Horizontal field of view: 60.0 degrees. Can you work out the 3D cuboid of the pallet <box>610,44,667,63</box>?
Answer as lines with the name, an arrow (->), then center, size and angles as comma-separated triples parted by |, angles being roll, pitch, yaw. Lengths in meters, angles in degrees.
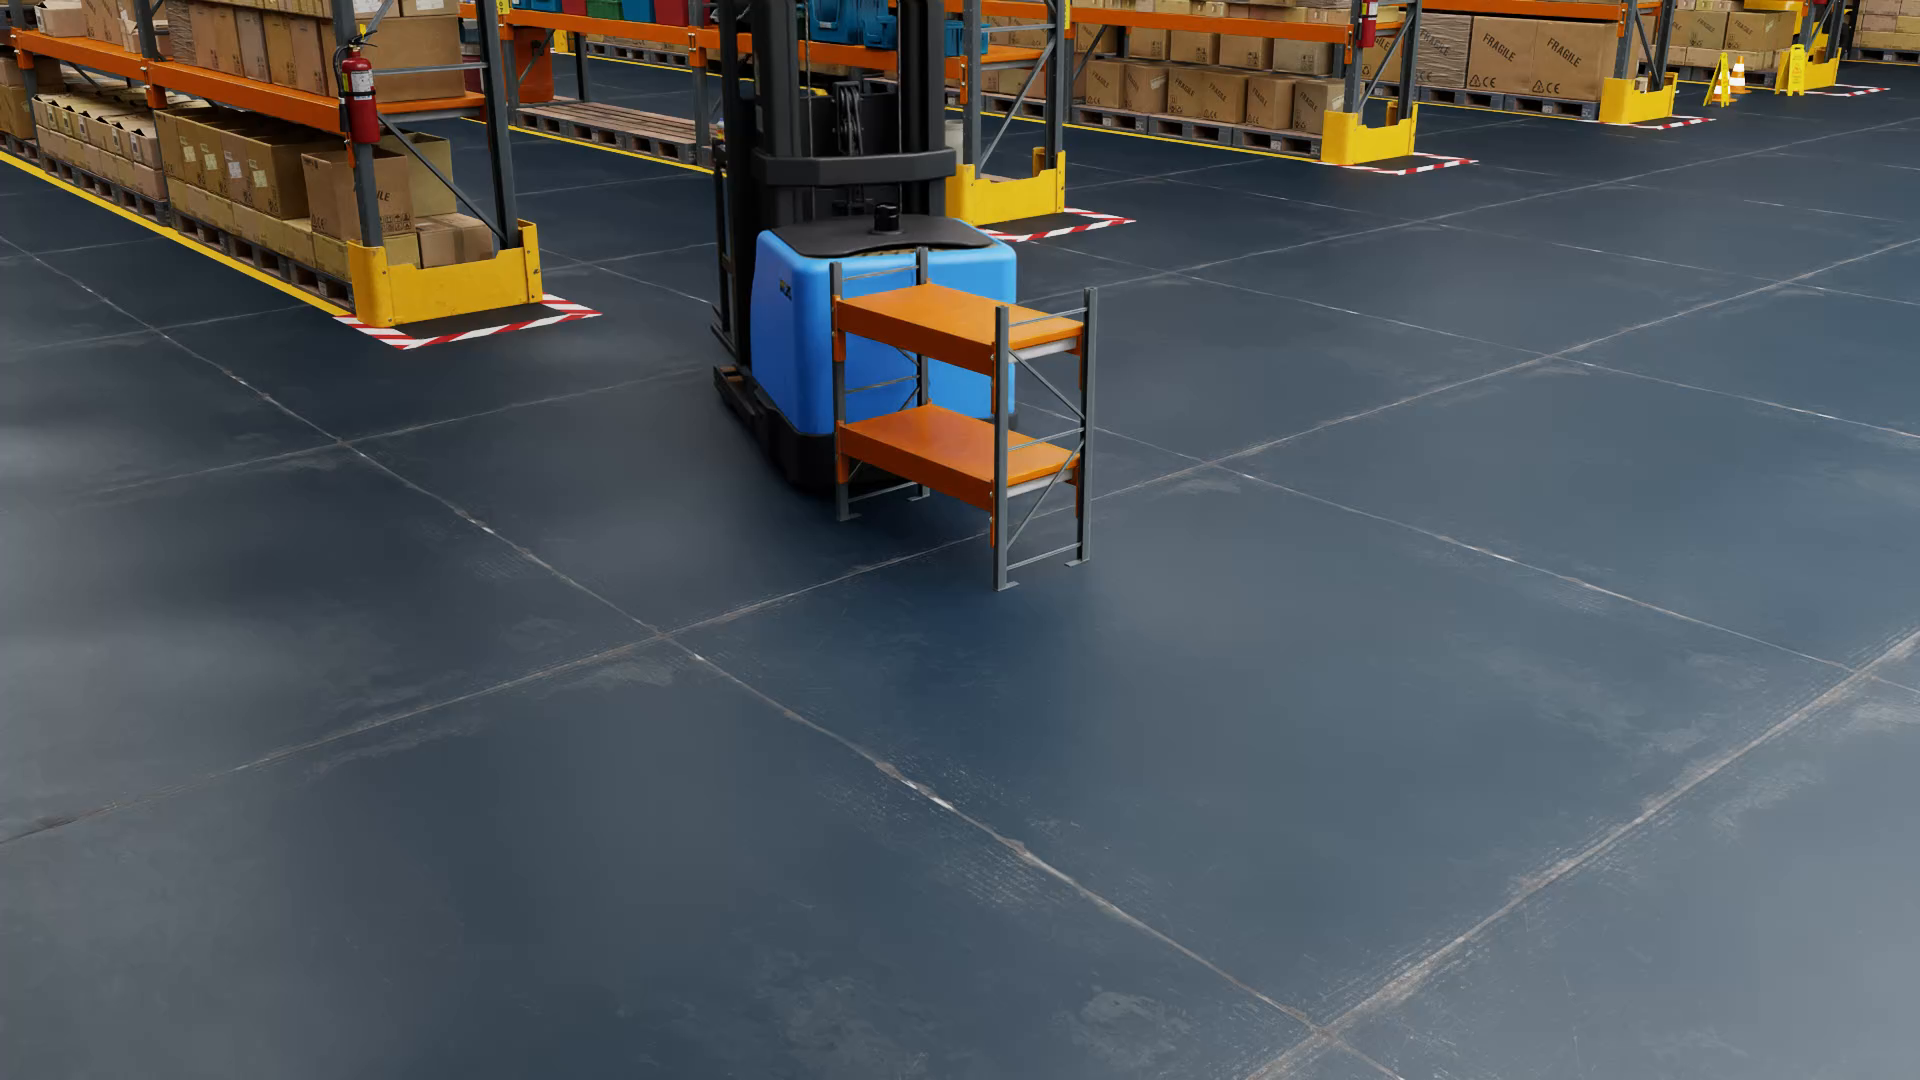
pallet -> -4.880, -7.843, 26.719 | 1.003, 0.211, 1.213 | -17, 27, -37

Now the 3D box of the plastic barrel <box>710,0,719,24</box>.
plastic barrel -> -2.195, -5.598, 16.477 | 0.600, 0.901, 0.708 | -17, 27, -37

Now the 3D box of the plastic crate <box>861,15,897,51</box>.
plastic crate -> -0.535, -4.259, 13.950 | 0.499, 0.251, 0.408 | -17, 27, -37

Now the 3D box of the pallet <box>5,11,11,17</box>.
pallet -> -9.812, -5.560, 17.329 | 1.003, 0.211, 1.213 | -17, 27, -37

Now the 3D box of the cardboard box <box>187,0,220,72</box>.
cardboard box -> -5.284, -3.789, 12.408 | 0.700, 0.500, 0.500 | -18, 28, -38

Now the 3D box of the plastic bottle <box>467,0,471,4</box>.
plastic bottle -> -5.710, -6.395, 19.375 | 0.097, 0.271, 0.097 | 0, 21, 0

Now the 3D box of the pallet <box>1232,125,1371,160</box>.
pallet -> 3.637, -4.215, 17.457 | 1.003, 0.211, 1.213 | -17, 27, -37

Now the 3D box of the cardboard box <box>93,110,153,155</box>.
cardboard box -> -7.078, -3.508, 14.254 | 0.500, 0.311, 0.500 | -18, 27, -38

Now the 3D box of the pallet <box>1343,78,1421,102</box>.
pallet -> 5.840, -5.991, 21.990 | 1.003, 0.211, 1.213 | -17, 27, -37

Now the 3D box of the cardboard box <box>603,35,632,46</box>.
cardboard box -> -5.181, -8.477, 26.853 | 0.875, 0.875, 0.875 | -17, 27, -37

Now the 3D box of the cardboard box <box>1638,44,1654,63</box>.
cardboard box -> 9.973, -7.121, 24.247 | 0.500, 0.250, 0.500 | -18, 28, -38

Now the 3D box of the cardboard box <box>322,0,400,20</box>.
cardboard box -> -3.711, -3.311, 10.299 | 0.380, 0.149, 0.250 | -18, 28, -38

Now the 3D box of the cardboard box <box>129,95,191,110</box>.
cardboard box -> -7.339, -3.921, 15.308 | 0.500, 0.311, 0.500 | -18, 27, -38

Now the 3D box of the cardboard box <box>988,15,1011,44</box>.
cardboard box -> 0.809, -8.347, 27.033 | 0.500, 0.500, 0.500 | -16, 26, -35

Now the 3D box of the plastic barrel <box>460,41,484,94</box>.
plastic barrel -> -5.853, -5.807, 20.428 | 0.600, 0.588, 0.708 | -17, 27, -37

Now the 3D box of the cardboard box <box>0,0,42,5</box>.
cardboard box -> -9.035, -5.502, 16.206 | 0.500, 0.500, 0.700 | 12, 24, 28

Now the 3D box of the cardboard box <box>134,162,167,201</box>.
cardboard box -> -6.418, -2.969, 13.645 | 0.500, 0.250, 0.500 | -18, 28, -38

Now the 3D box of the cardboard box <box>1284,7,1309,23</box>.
cardboard box -> 3.483, -5.299, 16.743 | 0.380, 0.149, 0.250 | -17, 27, -37

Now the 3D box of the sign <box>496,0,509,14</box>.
sign -> -2.892, -3.473, 10.443 | 0.100, 0.325, 0.005 | -17, 27, -37

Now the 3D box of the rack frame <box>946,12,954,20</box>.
rack frame -> 0.181, -9.728, 27.708 | 1.000, 3.000, 0.127 | -17, 27, -37

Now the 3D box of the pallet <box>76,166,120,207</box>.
pallet -> -7.239, -3.241, 14.969 | 1.003, 0.211, 1.213 | -17, 27, -37

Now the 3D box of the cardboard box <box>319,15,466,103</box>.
cardboard box -> -3.612, -3.081, 10.601 | 0.700, 0.500, 0.500 | -17, 27, -37

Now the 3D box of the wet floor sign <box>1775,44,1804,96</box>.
wet floor sign -> 11.011, -6.216, 21.969 | 0.267, 0.644, 0.232 | -8, 23, -19

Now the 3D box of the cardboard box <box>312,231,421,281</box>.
cardboard box -> -3.891, -1.896, 10.906 | 0.500, 0.250, 0.500 | -17, 27, -37

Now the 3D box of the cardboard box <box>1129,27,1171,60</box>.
cardboard box -> 3.121, -7.581, 24.736 | 1.050, 0.750, 0.750 | -18, 28, -38

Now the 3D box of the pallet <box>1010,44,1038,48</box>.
pallet -> 1.491, -7.878, 26.808 | 1.003, 0.211, 1.213 | -17, 27, -37

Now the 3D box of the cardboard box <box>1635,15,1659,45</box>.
cardboard box -> 9.963, -7.473, 24.116 | 0.500, 0.500, 0.500 | -16, 26, -35

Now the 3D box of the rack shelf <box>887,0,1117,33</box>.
rack shelf -> 0.274, -6.583, 20.664 | 1.077, 0.370, 4.000 | -17, 27, -37

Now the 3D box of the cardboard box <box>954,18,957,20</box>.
cardboard box -> -0.265, -8.746, 28.127 | 0.380, 0.149, 0.250 | -17, 27, -36

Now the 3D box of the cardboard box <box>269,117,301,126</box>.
cardboard box -> -4.813, -2.918, 12.487 | 0.500, 0.500, 0.500 | -17, 27, -37

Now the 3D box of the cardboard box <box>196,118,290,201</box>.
cardboard box -> -5.209, -2.793, 12.169 | 0.500, 0.500, 0.500 | -17, 27, -37

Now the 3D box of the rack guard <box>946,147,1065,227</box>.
rack guard -> 0.353, -2.927, 13.771 | 1.175, 0.500, 0.348 | -17, 27, -37

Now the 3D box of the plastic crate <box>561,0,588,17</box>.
plastic crate -> -3.961, -5.802, 17.596 | 0.402, 0.464, 0.583 | -17, 27, -37

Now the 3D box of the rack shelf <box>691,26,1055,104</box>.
rack shelf -> -0.867, -4.298, 14.832 | 1.077, 0.370, 4.000 | -17, 27, -37

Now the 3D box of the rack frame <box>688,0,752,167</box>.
rack frame -> -2.173, -5.186, 16.112 | 1.000, 3.000, 0.127 | -17, 27, -37

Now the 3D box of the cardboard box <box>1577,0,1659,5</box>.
cardboard box -> 7.737, -6.574, 19.451 | 0.875, 0.550, 0.550 | -17, 27, -37

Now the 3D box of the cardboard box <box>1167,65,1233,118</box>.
cardboard box -> 2.655, -4.967, 18.405 | 0.500, 0.500, 0.500 | 19, 29, 40

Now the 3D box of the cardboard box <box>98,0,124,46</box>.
cardboard box -> -7.087, -4.554, 14.362 | 0.500, 0.500, 0.500 | -17, 27, -37

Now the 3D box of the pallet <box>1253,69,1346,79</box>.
pallet -> 4.842, -6.415, 23.072 | 1.003, 0.211, 1.213 | -17, 27, -37

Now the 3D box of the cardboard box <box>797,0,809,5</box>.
cardboard box -> -2.042, -7.120, 23.387 | 1.225, 0.875, 0.875 | -17, 27, -37

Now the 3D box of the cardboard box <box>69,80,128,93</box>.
cardboard box -> -8.619, -4.348, 16.796 | 0.500, 0.500, 0.500 | -16, 27, -35

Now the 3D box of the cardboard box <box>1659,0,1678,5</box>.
cardboard box -> 12.496, -9.138, 28.882 | 0.875, 0.625, 0.625 | -16, 26, -35

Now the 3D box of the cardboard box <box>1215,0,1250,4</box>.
cardboard box -> 3.141, -5.861, 17.291 | 0.875, 0.500, 0.500 | -17, 27, -37

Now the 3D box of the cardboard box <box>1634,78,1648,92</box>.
cardboard box -> 9.313, -6.173, 22.540 | 0.380, 0.149, 0.250 | -4, 22, -10

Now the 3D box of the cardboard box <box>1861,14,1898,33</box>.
cardboard box -> 14.582, -8.151, 26.190 | 0.500, 0.250, 0.500 | -18, 28, -38

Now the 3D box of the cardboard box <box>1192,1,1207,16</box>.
cardboard box -> 2.679, -5.648, 17.635 | 0.380, 0.149, 0.250 | -17, 27, -37

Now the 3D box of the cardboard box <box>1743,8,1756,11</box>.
cardboard box -> 11.020, -7.322, 23.731 | 0.500, 0.500, 0.500 | -19, 28, -39

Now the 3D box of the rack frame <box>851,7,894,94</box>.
rack frame -> -1.032, -7.470, 21.944 | 1.000, 3.000, 0.127 | -17, 27, -37

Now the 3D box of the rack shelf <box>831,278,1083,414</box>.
rack shelf -> -0.004, -0.798, 6.677 | 0.538, 0.278, 1.000 | -17, 27, -37

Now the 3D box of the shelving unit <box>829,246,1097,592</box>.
shelving unit -> -0.004, -0.526, 6.784 | 0.538, 1.125, 1.048 | -17, 27, -37

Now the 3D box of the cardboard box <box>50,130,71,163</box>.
cardboard box -> -8.091, -3.675, 15.448 | 0.500, 0.250, 0.500 | -18, 28, -39

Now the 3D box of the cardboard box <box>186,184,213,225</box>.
cardboard box -> -5.532, -2.583, 12.661 | 0.500, 0.250, 0.500 | -17, 27, -37

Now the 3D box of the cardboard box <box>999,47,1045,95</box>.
cardboard box -> 0.898, -5.717, 20.292 | 0.700, 0.500, 0.500 | -18, 27, -38

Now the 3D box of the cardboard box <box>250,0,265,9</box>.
cardboard box -> -4.557, -3.669, 11.212 | 0.380, 0.149, 0.250 | -17, 27, -36

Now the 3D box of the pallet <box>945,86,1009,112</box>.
pallet -> 0.270, -5.619, 21.040 | 1.003, 0.211, 1.213 | -17, 27, -37

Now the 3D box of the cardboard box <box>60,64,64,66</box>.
cardboard box -> -10.294, -5.052, 18.595 | 0.500, 0.500, 0.500 | -17, 27, -37

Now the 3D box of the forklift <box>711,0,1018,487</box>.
forklift -> -0.688, -2.107, 8.343 | 1.130, 2.935, 3.031 | -7, 22, -17

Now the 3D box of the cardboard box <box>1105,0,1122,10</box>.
cardboard box -> 1.829, -5.982, 18.489 | 0.380, 0.149, 0.250 | -17, 27, -37

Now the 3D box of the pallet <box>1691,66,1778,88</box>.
pallet -> 11.145, -6.574, 23.480 | 1.003, 0.211, 1.213 | -17, 27, -37
